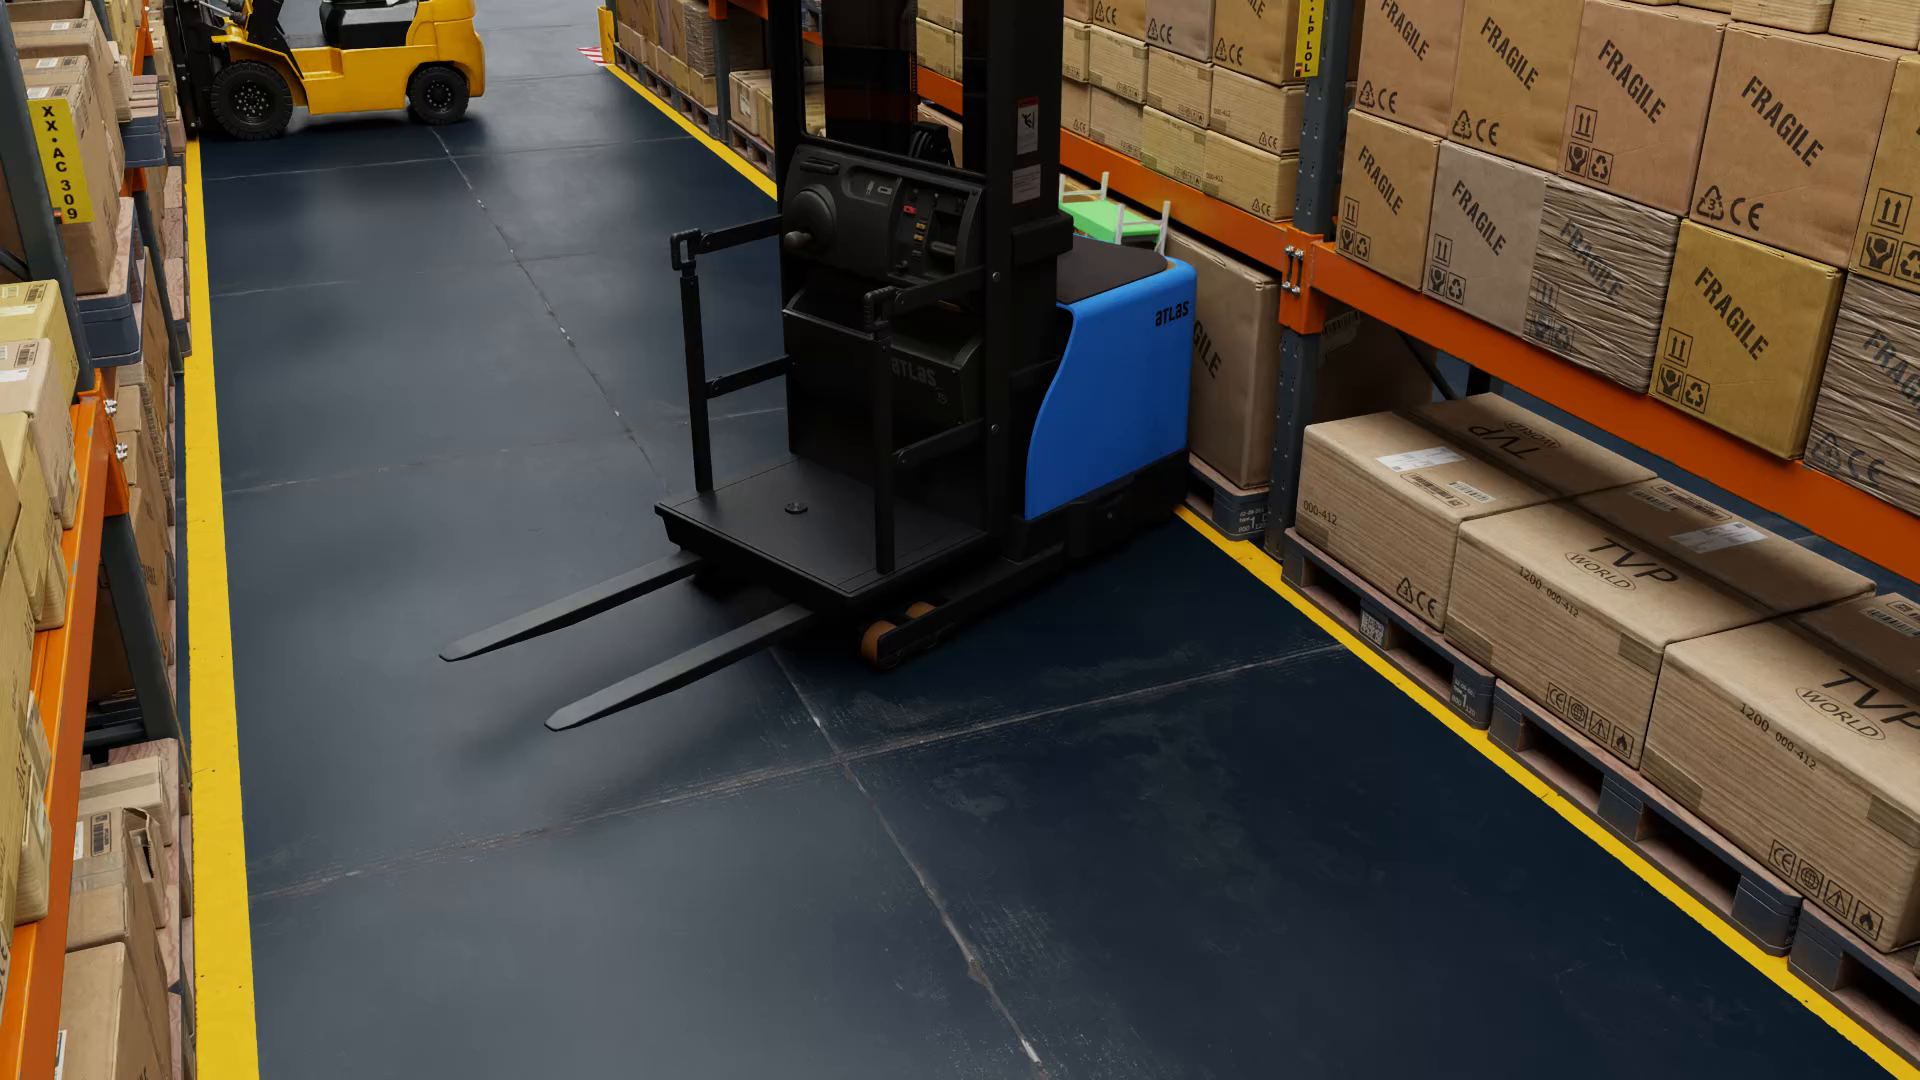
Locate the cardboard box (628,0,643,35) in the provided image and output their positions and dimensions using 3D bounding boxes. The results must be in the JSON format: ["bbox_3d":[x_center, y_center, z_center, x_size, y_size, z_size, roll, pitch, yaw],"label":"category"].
[{"bbox_3d":[-2.723,-4.907,15.182,0.500,0.500,0.500,-12,28,-23],"label":"cardboard box"}]

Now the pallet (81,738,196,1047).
[{"bbox_3d":[-2.601,1.020,4.421,1.003,0.211,1.213,-11,28,-21],"label":"pallet"}]

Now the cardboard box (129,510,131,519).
[{"bbox_3d":[-2.765,-0.058,5.082,0.380,0.149,0.250,-9,28,-18],"label":"cardboard box"}]

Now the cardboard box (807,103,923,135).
[{"bbox_3d":[-0.670,-2.821,11.626,0.950,0.372,0.625,-10,28,-19],"label":"cardboard box"}]

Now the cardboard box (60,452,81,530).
[{"bbox_3d":[-2.266,-0.111,3.844,0.380,0.149,0.250,-10,28,-19],"label":"cardboard box"}]

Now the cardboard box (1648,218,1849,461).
[{"bbox_3d":[2.223,-0.562,4.368,0.500,0.500,0.500,-10,28,-19],"label":"cardboard box"}]

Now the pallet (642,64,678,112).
[{"bbox_3d":[-2.213,-4.100,14.907,1.003,0.211,1.213,-11,28,-21],"label":"pallet"}]

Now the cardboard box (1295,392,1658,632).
[{"bbox_3d":[1.844,-0.131,6.041,0.875,0.438,0.875,-11,28,-21],"label":"cardboard box"}]

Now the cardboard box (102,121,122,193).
[{"bbox_3d":[-3.060,-1.266,5.599,0.396,0.266,0.258,-9,27,-18],"label":"cardboard box"}]

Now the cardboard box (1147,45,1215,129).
[{"bbox_3d":[1.098,-1.859,6.740,0.500,0.250,0.500,-10,28,-19],"label":"cardboard box"}]

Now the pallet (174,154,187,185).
[{"bbox_3d":[-6.275,-2.816,12.276,1.003,0.211,1.213,-11,28,-21],"label":"pallet"}]

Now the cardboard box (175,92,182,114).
[{"bbox_3d":[-6.315,-3.353,12.854,0.500,0.250,0.500,-10,28,-20],"label":"cardboard box"}]

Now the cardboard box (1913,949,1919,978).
[{"bbox_3d":[2.913,0.963,3.801,0.875,0.438,0.875,-12,28,-22],"label":"cardboard box"}]

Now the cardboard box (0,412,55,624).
[{"bbox_3d":[-2.052,-0.010,3.184,0.500,0.250,0.500,-11,28,-21],"label":"cardboard box"}]

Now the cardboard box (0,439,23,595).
[{"bbox_3d":[-1.820,-0.134,2.584,0.500,0.500,0.500,-10,28,-19],"label":"cardboard box"}]

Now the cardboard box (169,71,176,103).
[{"bbox_3d":[-6.106,-3.370,12.318,0.500,0.250,0.500,-11,28,-21],"label":"cardboard box"}]

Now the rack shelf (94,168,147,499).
[{"bbox_3d":[-3.652,-0.995,6.189,1.077,0.370,4.000,-11,28,-21],"label":"rack shelf"}]

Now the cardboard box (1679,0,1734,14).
[{"bbox_3d":[2.128,-1.472,4.353,0.380,0.149,0.250,-11,28,-21],"label":"cardboard box"}]

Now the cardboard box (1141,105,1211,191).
[{"bbox_3d":[1.091,-1.641,6.864,0.500,0.250,0.500,-11,28,-21],"label":"cardboard box"}]

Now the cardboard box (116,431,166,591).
[{"bbox_3d":[-3.069,-0.024,5.750,0.500,0.500,0.500,-11,28,-21],"label":"cardboard box"}]

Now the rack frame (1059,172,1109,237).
[{"bbox_3d":[0.493,-1.045,7.447,0.240,1.200,0.015,-9,29,-26],"label":"rack frame"}]

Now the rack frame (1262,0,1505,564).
[{"bbox_3d":[1.697,-1.365,6.128,1.000,3.000,0.127,-11,28,-21],"label":"rack frame"}]

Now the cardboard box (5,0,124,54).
[{"bbox_3d":[-4.361,-2.508,8.070,0.500,0.250,0.500,-11,28,-21],"label":"cardboard box"}]

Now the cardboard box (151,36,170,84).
[{"bbox_3d":[-5.903,-3.392,11.795,0.500,0.250,0.500,-11,28,-21],"label":"cardboard box"}]

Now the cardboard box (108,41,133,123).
[{"bbox_3d":[-3.724,-1.877,6.867,0.500,0.250,0.500,-12,28,-23],"label":"cardboard box"}]

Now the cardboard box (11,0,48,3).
[{"bbox_3d":[-4.289,-2.641,7.888,0.380,0.149,0.250,-10,28,-19],"label":"cardboard box"}]

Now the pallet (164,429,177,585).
[{"bbox_3d":[-3.704,-0.073,6.659,1.003,0.211,1.213,-11,28,-21],"label":"pallet"}]

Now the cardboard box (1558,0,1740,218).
[{"bbox_3d":[2.043,-1.212,4.560,0.500,0.500,0.500,-10,28,-20],"label":"cardboard box"}]

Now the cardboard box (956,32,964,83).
[{"bbox_3d":[0.308,-2.468,8.556,0.500,0.250,0.500,-11,28,-22],"label":"cardboard box"}]

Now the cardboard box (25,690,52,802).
[{"bbox_3d":[-1.759,0.405,2.787,0.380,0.149,0.250,-10,28,-19],"label":"cardboard box"}]

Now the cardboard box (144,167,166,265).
[{"bbox_3d":[-4.930,-1.764,9.172,0.875,0.625,0.625,-10,28,-19],"label":"cardboard box"}]

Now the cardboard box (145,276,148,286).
[{"bbox_3d":[-3.874,-1.222,7.465,0.380,0.149,0.250,-12,29,-23],"label":"cardboard box"}]

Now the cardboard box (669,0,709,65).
[{"bbox_3d":[-2.116,-4.283,13.903,0.500,0.500,0.500,-10,28,-20],"label":"cardboard box"}]

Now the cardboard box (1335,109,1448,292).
[{"bbox_3d":[1.640,-1.176,5.625,0.500,0.500,0.500,-10,28,-19],"label":"cardboard box"}]

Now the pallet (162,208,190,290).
[{"bbox_3d":[-5.196,-1.704,9.998,1.003,0.211,1.213,-11,28,-21],"label":"pallet"}]

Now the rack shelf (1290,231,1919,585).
[{"bbox_3d":[2.480,-0.235,4.632,1.077,0.370,4.000,-11,28,-21],"label":"rack shelf"}]

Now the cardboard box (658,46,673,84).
[{"bbox_3d":[-2.328,-4.160,14.506,0.500,0.250,0.500,-10,28,-20],"label":"cardboard box"}]

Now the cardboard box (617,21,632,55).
[{"bbox_3d":[-2.941,-4.790,15.796,0.500,0.250,0.500,-11,28,-21],"label":"cardboard box"}]

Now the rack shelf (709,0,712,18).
[{"bbox_3d":[-2.219,-5.079,14.554,1.077,0.370,4.000,-11,28,-21],"label":"rack shelf"}]

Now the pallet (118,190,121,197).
[{"bbox_3d":[-3.670,-1.255,6.121,1.003,0.211,1.213,-11,28,-21],"label":"pallet"}]

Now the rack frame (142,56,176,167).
[{"bbox_3d":[-6.002,-3.741,10.992,1.000,3.000,0.127,-11,28,-21],"label":"rack frame"}]

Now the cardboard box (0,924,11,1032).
[{"bbox_3d":[-1.430,0.605,1.925,0.500,0.250,0.500,-10,28,-20],"label":"cardboard box"}]

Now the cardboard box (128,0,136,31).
[{"bbox_3d":[-5.196,-3.107,9.866,0.500,0.250,0.500,-10,28,-20],"label":"cardboard box"}]

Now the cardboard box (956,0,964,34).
[{"bbox_3d":[0.303,-2.682,8.424,0.500,0.250,0.500,-10,28,-19],"label":"cardboard box"}]

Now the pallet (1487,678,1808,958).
[{"bbox_3d":[2.404,0.701,5.073,1.003,0.211,1.213,-11,28,-21],"label":"pallet"}]

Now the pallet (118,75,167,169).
[{"bbox_3d":[-4.105,-1.778,7.191,1.213,0.211,1.003,-11,28,-21],"label":"pallet"}]

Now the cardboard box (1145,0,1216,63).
[{"bbox_3d":[1.081,-2.204,6.592,0.500,0.500,0.500,-10,28,-20],"label":"cardboard box"}]

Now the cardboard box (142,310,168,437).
[{"bbox_3d":[-3.678,-0.643,7.018,0.500,0.500,0.500,-9,28,-18],"label":"cardboard box"}]

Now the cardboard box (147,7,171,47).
[{"bbox_3d":[-6.497,-4.012,13.065,0.500,0.250,0.500,-11,28,-22],"label":"cardboard box"}]

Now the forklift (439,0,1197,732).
[{"bbox_3d":[-0.431,-1.119,5.701,1.130,2.935,3.031,23,34,38],"label":"forklift"}]

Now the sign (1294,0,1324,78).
[{"bbox_3d":[1.201,-1.753,5.692,0.100,0.325,0.005,-11,28,-21],"label":"sign"}]

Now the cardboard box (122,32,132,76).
[{"bbox_3d":[-4.577,-2.483,8.588,0.500,0.250,0.500,-11,28,-22],"label":"cardboard box"}]

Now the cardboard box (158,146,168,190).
[{"bbox_3d":[-5.787,-2.653,10.994,0.875,0.625,0.625,-9,28,-18],"label":"cardboard box"}]

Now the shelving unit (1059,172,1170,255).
[{"bbox_3d":[0.603,-0.942,7.254,0.258,1.200,0.503,-9,29,-26],"label":"shelving unit"}]

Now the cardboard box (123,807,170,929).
[{"bbox_3d":[-2.241,0.848,4.233,0.396,0.266,0.258,-10,28,-19],"label":"cardboard box"}]

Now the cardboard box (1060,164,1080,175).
[{"bbox_3d":[0.670,-1.560,8.470,0.875,0.875,0.875,-10,28,-20],"label":"cardboard box"}]

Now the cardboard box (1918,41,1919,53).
[{"bbox_3d":[2.388,-1.152,3.699,0.380,0.149,0.250,-10,28,-19],"label":"cardboard box"}]
